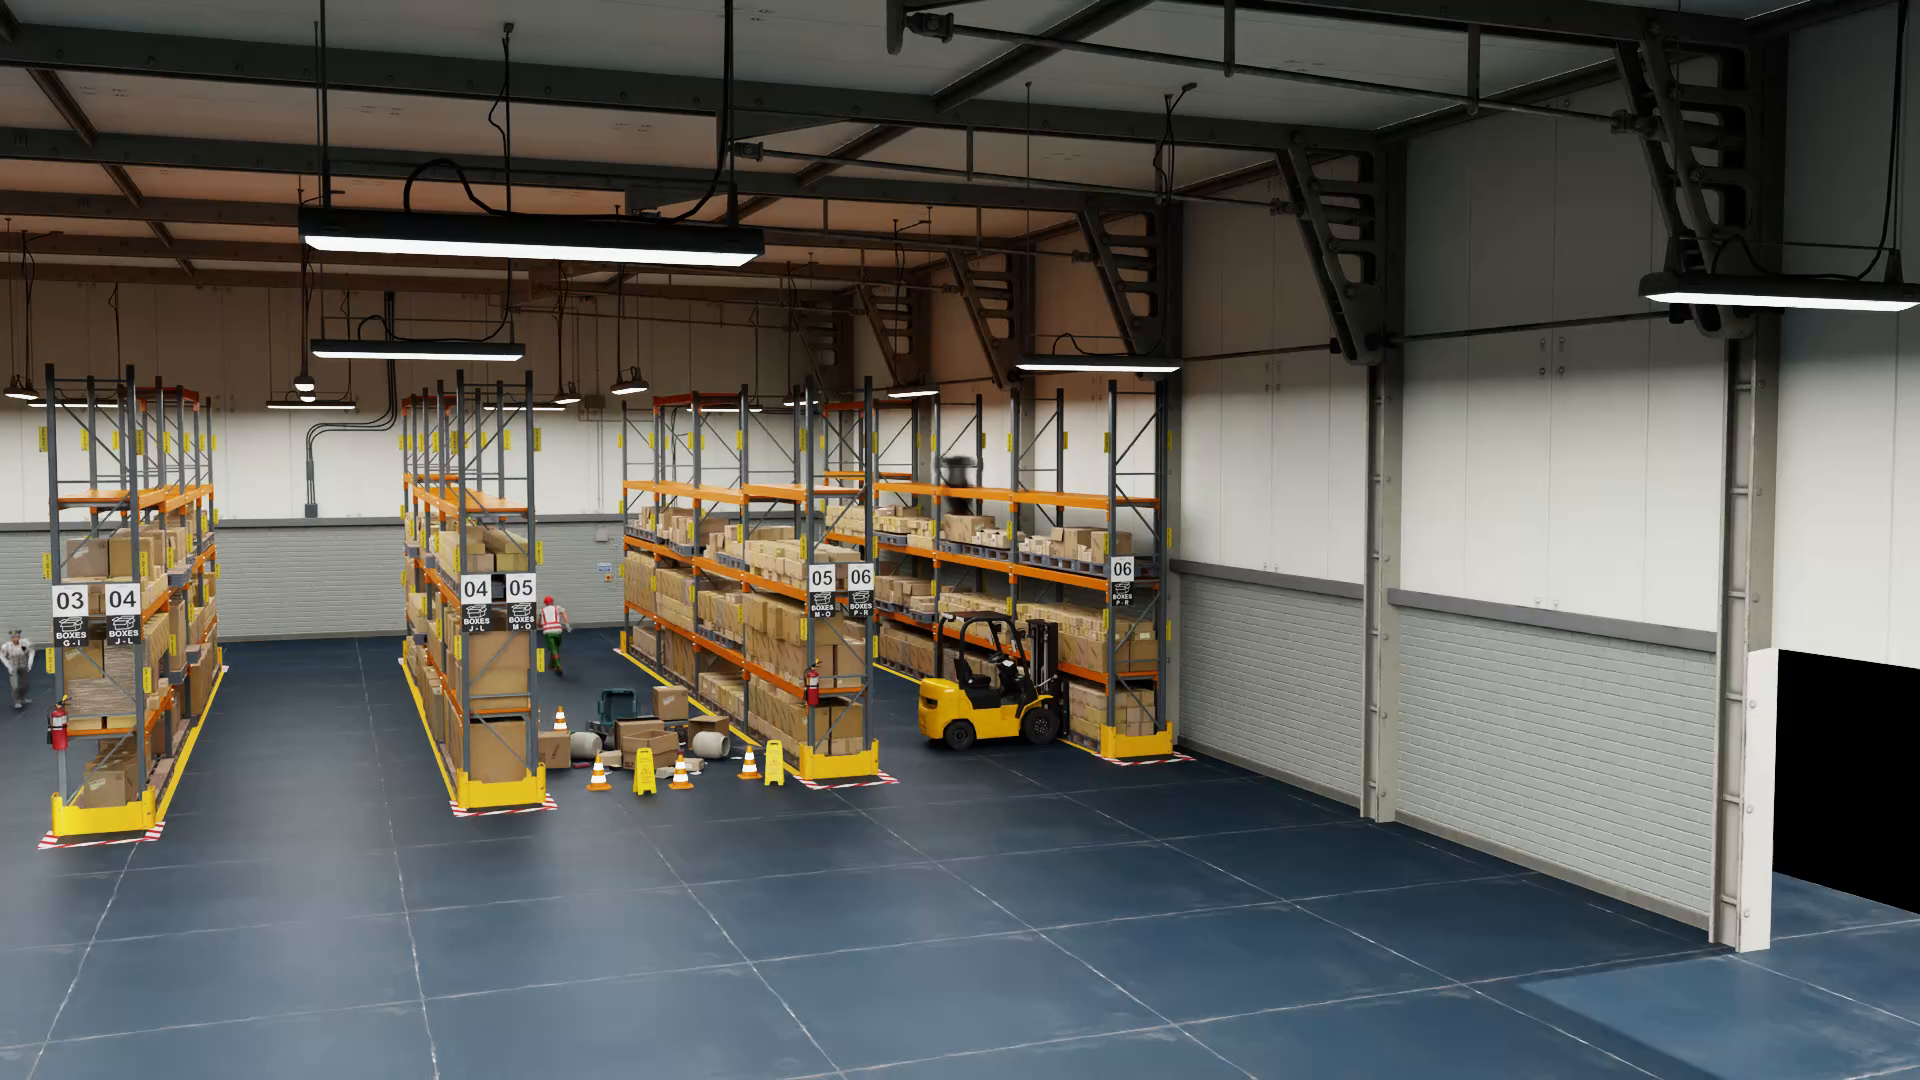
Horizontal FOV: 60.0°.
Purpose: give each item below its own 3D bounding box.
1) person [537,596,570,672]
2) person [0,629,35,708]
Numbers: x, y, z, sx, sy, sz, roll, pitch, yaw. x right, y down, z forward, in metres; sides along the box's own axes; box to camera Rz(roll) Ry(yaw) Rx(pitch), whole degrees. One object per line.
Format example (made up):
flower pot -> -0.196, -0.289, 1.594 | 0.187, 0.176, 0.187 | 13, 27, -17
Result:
person -> -8.851, 2.060, 36.206 | 0.699, 1.600, 1.094 | -1, 4, -20
person -> -17.781, 2.409, 31.368 | 0.614, 1.517, 0.848 | -3, 5, -44
